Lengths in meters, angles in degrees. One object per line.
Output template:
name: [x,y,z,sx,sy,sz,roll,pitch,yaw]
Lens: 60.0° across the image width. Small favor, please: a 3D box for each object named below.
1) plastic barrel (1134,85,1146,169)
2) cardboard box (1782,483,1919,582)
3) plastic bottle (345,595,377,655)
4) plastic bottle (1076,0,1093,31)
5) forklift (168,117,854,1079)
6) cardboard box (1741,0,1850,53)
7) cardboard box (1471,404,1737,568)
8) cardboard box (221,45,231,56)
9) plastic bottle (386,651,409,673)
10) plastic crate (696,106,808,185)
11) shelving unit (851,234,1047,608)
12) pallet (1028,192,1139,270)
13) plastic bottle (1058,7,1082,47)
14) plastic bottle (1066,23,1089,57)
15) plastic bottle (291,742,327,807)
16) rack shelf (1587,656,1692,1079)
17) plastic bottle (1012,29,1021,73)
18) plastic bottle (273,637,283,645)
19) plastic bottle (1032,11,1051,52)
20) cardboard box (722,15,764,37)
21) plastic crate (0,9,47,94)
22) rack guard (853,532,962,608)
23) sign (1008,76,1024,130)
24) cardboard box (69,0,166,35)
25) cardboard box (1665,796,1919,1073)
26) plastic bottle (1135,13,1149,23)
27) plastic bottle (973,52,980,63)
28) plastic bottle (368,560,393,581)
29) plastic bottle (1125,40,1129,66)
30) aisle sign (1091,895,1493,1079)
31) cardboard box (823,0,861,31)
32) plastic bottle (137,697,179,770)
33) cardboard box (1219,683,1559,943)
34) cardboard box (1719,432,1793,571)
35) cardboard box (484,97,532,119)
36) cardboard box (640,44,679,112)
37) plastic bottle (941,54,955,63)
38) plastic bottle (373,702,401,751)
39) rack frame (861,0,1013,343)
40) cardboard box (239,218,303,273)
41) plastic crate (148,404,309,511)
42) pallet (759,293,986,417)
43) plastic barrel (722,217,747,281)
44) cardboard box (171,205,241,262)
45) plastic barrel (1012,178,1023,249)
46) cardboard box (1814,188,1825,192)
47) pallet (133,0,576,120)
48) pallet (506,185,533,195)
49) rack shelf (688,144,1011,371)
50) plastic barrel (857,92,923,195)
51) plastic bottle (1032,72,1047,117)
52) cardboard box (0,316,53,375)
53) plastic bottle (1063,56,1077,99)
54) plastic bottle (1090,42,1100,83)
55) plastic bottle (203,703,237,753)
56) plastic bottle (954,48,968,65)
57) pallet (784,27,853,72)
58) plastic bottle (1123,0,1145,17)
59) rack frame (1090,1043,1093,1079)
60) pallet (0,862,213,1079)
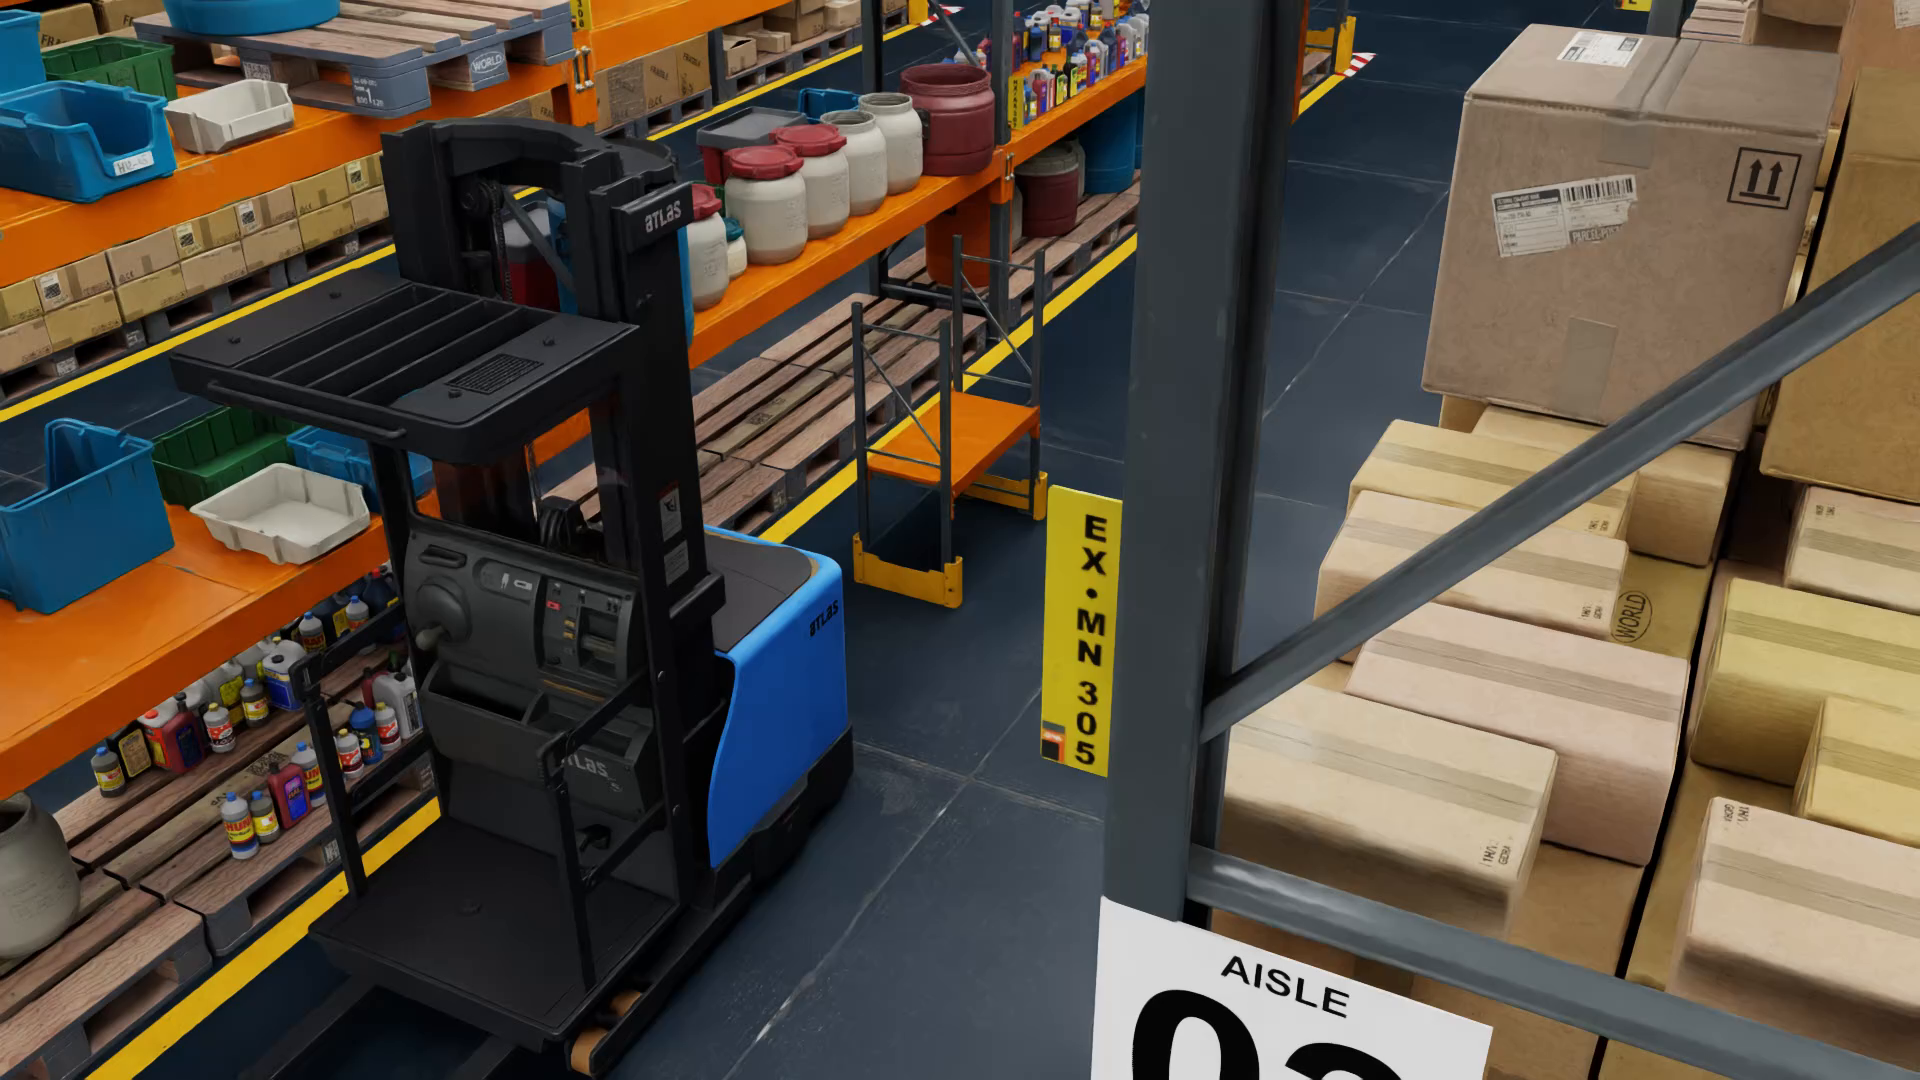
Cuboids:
plastic barrel: [1.410,-3.559,13.621,0.600,0.901,0.708,14,33,23]
cardboard box: [1.458,-0.004,2.482,0.380,0.149,0.250,14,33,23]
plastic bottle: [-2.667,0.370,7.392,0.097,0.271,0.097,0,30,0]
plastic bottle: [0.956,-4.190,13.158,0.152,0.276,0.135,14,33,23]
forklift: [-1.551,0.283,5.314,1.130,2.935,3.031,14,33,23]
cardboard box: [2.740,-1.568,4.931,0.797,0.503,0.637,13,32,21]
cardboard box: [1.031,-0.117,2.679,0.380,0.149,0.250,15,33,24]
cardboard box: [-5.137,-3.485,11.897,0.500,0.311,0.500,14,33,23]
plastic bottle: [-2.346,0.576,7.020,0.061,0.283,0.133,14,33,23]
plastic crate: [-1.158,-2.132,9.386,0.402,0.464,0.583,14,33,23]
shelving unit: [-0.035,-0.617,8.318,0.587,1.500,1.083,14,33,23]
pallet: [0.730,-2.440,12.787,1.003,0.211,1.213,14,33,23]
plastic bottle: [0.836,-3.907,12.666,0.152,0.276,0.135,14,33,23]
plastic bottle: [0.847,-3.508,11.896,0.144,0.351,0.185,14,33,23]
plastic bottle: [-2.534,0.903,6.464,0.097,0.271,0.097,0,30,0]
rack shelf: [1.527,0.043,3.372,1.077,0.370,4.000,14,33,23]
plastic bottle: [0.388,-3.533,12.007,0.061,0.283,0.133,14,33,23]
plastic bottle: [-2.944,0.512,7.214,0.097,0.201,0.097,0,30,0]
plastic bottle: [0.595,-3.839,12.547,0.152,0.276,0.135,14,33,23]
cardboard box: [-2.386,-5.324,17.267,0.500,0.311,0.500,14,33,23]
plastic crate: [-3.193,-1.412,5.201,0.392,0.384,0.575,14,33,23]
rack guard: [-0.262,0.146,8.244,0.587,0.250,0.087,14,33,23]
sign: [0.344,-2.700,10.276,0.100,0.325,0.005,14,33,23]
cardboard box: [-8.112,-4.932,16.063,0.750,0.750,0.750,14,33,23]
cardboard box: [0.947,0.441,1.709,0.380,0.149,0.250,14,33,23]
plastic bottle: [1.385,-3.837,12.544,0.152,0.276,0.135,14,33,23]
plastic bottle: [0.095,-3.349,11.770,0.097,0.201,0.097,0,30,0]
plastic bottle: [-2.630,0.204,7.676,0.152,0.276,0.135,16,33,25]
plastic bottle: [1.190,-3.585,12.180,0.097,0.201,0.097,0,30,0]
aisle sign: [0.320,0.751,1.820,0.394,0.787,0.004,14,33,23]
cardboard box: [-1.401,-5.710,18.001,0.500,0.250,0.500,14,33,23]
plastic bottle: [-3.208,0.766,6.696,0.152,0.276,0.135,15,33,24]
cardboard box: [0.464,0.316,1.925,0.380,0.149,0.250,14,33,23]
cardboard box: [1.524,0.079,2.738,0.500,0.250,0.500,14,33,23]
cardboard box: [-3.862,-3.354,13.646,0.500,0.500,0.500,13,32,22]
cardboard box: [-2.937,-4.256,15.217,0.500,0.500,0.500,14,33,23]
plastic bottle: [-0.082,-3.207,11.452,0.097,0.271,0.097,0,30,0]
plastic bottle: [-2.350,0.754,6.794,0.097,0.201,0.097,0,30,0]
rack frame: [-0.149,-2.751,10.529,1.000,3.000,0.127,14,33,23]
cardboard box: [-5.043,-2.126,11.780,0.500,0.250,0.500,15,33,24]
plastic crate: [-2.841,-0.348,6.557,0.450,0.188,0.662,14,33,23]
pallet: [-0.537,-1.207,10.641,1.003,0.211,1.213,14,33,23]
plastic barrel: [-1.232,-1.470,8.436,0.301,0.262,0.301,0,30,0]
cardboard box: [-5.270,-2.145,11.249,0.500,0.311,0.500,15,33,25]
plastic barrel: [0.236,-2.346,11.899,0.421,0.512,0.421,0,30,0]
cardboard box: [2.462,-0.829,4.320,0.500,0.250,0.500,16,33,25]
pallet: [-2.213,-1.855,6.145,1.213,0.211,1.003,14,33,23]
pallet: [-4.183,-2.990,13.744,1.003,0.211,1.213,14,33,23]
rack shelf: [-1.060,-1.553,9.164,1.077,0.370,4.000,14,33,23]
plastic barrel: [-0.428,-2.295,9.622,0.421,0.512,0.421,0,30,0]
plastic bottle: [0.526,-2.954,11.000,0.061,0.283,0.133,14,33,23]
cardboard box: [-5.975,-1.216,10.194,0.500,0.250,0.500,13,33,22]
plastic bottle: [0.753,-3.176,11.385,0.061,0.283,0.133,14,33,23]
plastic bottle: [0.939,-3.371,11.737,0.097,0.271,0.097,0,30,0]
plastic bottle: [-3.025,0.757,6.787,0.097,0.201,0.097,0,30,0]
plastic bottle: [0.007,-3.293,11.602,0.097,0.271,0.097,0,30,0]
pallet: [-1.867,-5.288,17.746,1.003,0.211,1.213,14,33,23]
plastic bottle: [1.333,-3.972,12.704,0.144,0.351,0.185,14,33,23]
rack frame: [0.616,1.919,2.396,1.000,3.000,0.127,14,33,23]
pallet: [-3.426,1.601,5.750,1.003,0.211,1.213,14,33,23]
